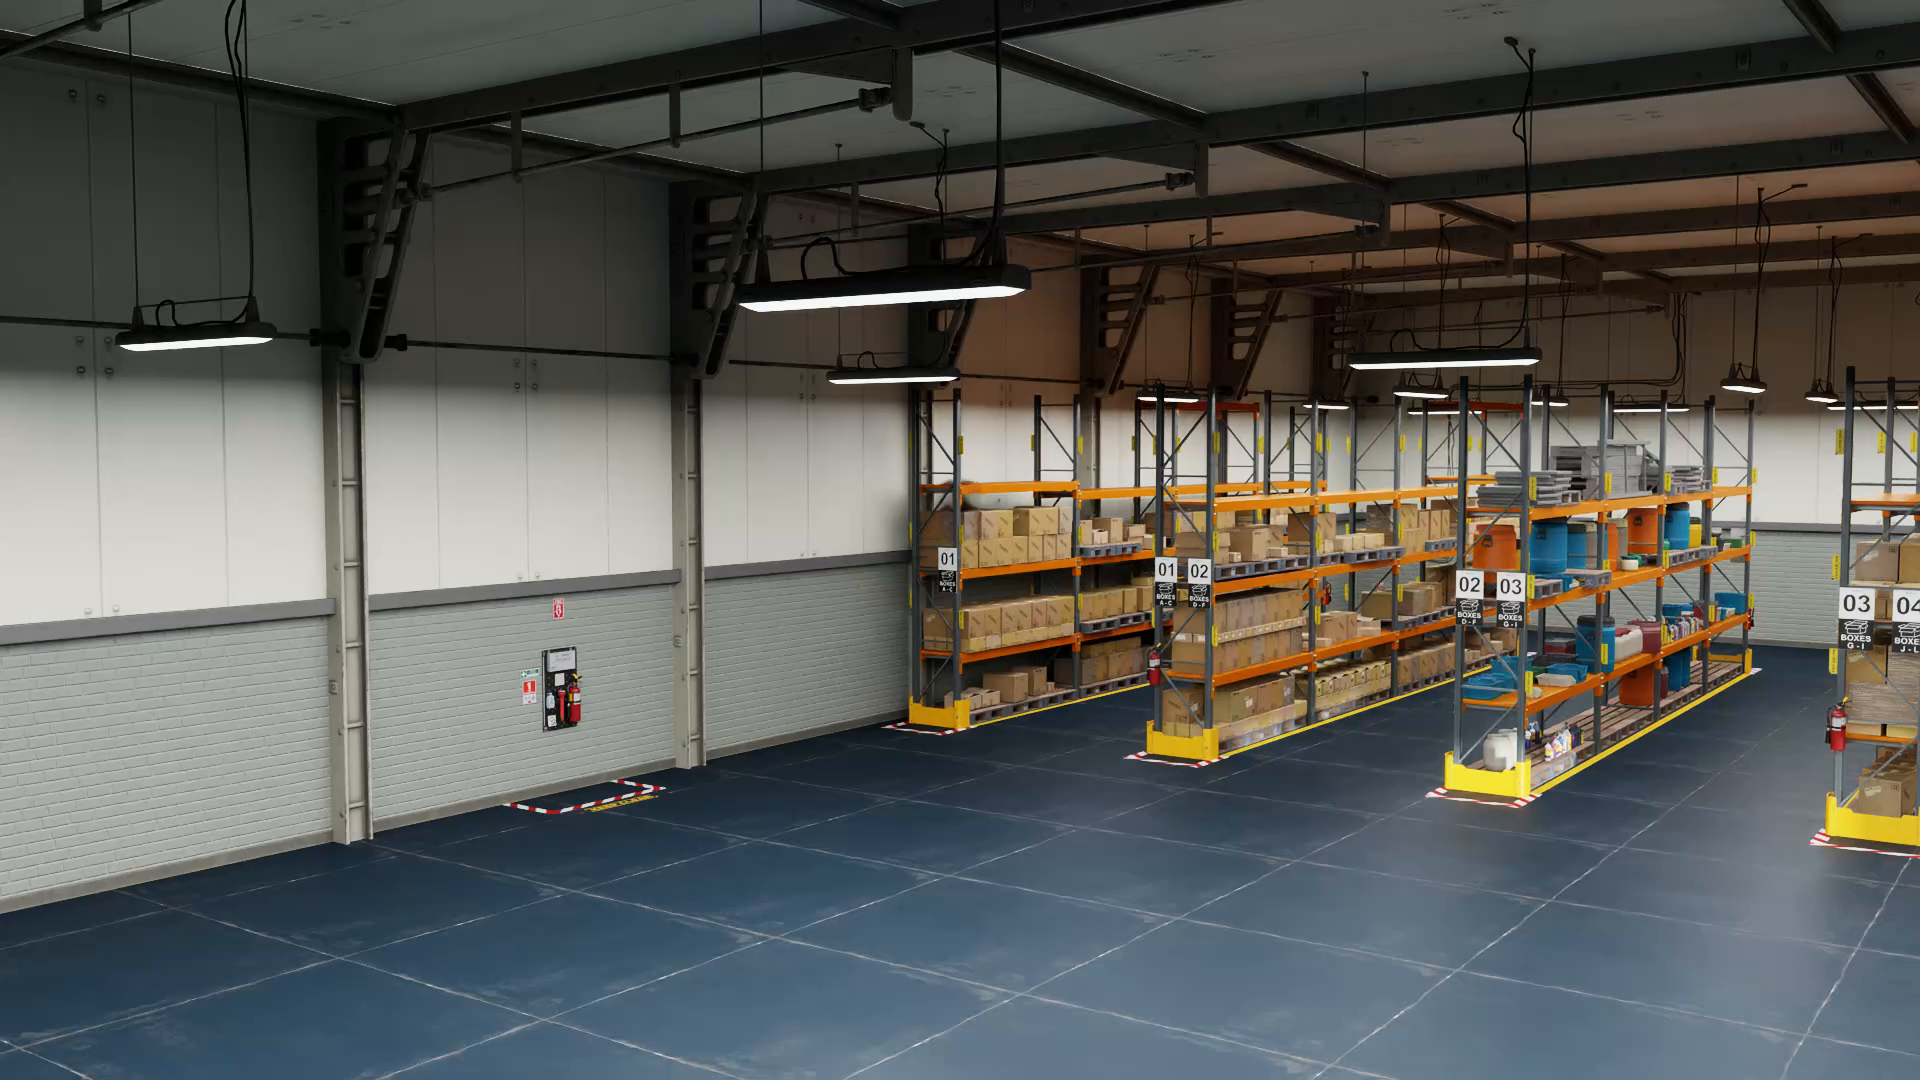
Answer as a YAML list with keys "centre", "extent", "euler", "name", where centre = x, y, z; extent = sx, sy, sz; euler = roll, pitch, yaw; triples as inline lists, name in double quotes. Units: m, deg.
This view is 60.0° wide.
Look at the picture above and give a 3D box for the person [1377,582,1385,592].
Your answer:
- centre: [9.941, 1.875, 39.329]
  extent: [0.663, 1.782, 0.557]
  euler: [-2, 4, -31]
  name: "person"
